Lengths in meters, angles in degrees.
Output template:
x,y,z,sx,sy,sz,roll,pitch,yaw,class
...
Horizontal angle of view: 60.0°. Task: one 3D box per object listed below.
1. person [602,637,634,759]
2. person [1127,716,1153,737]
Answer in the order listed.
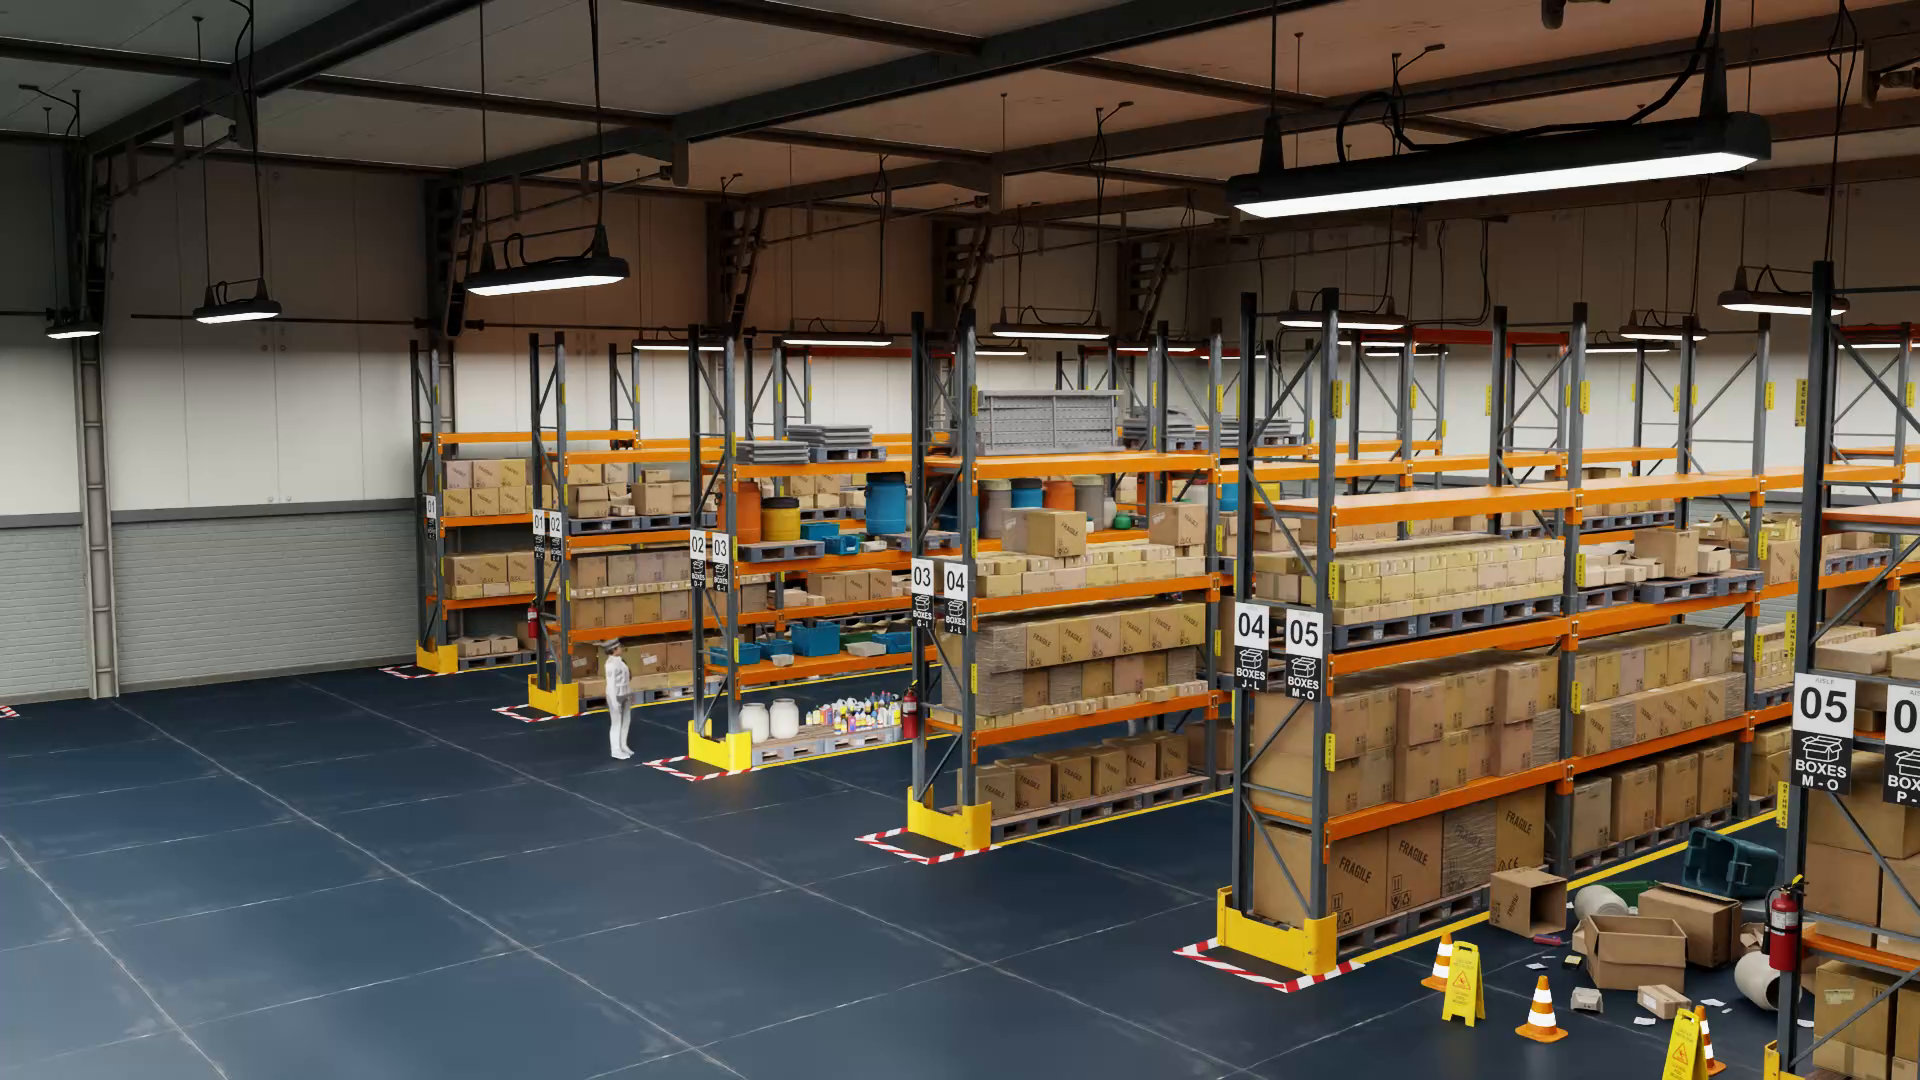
x,y,z,sx,sy,sz,roll,pitch,yaw,class
-4.750,2.201,23.179,0.402,1.727,0.557,2,6,18,person
2.518,2.167,23.383,0.508,1.699,0.470,-3,6,-28,person
